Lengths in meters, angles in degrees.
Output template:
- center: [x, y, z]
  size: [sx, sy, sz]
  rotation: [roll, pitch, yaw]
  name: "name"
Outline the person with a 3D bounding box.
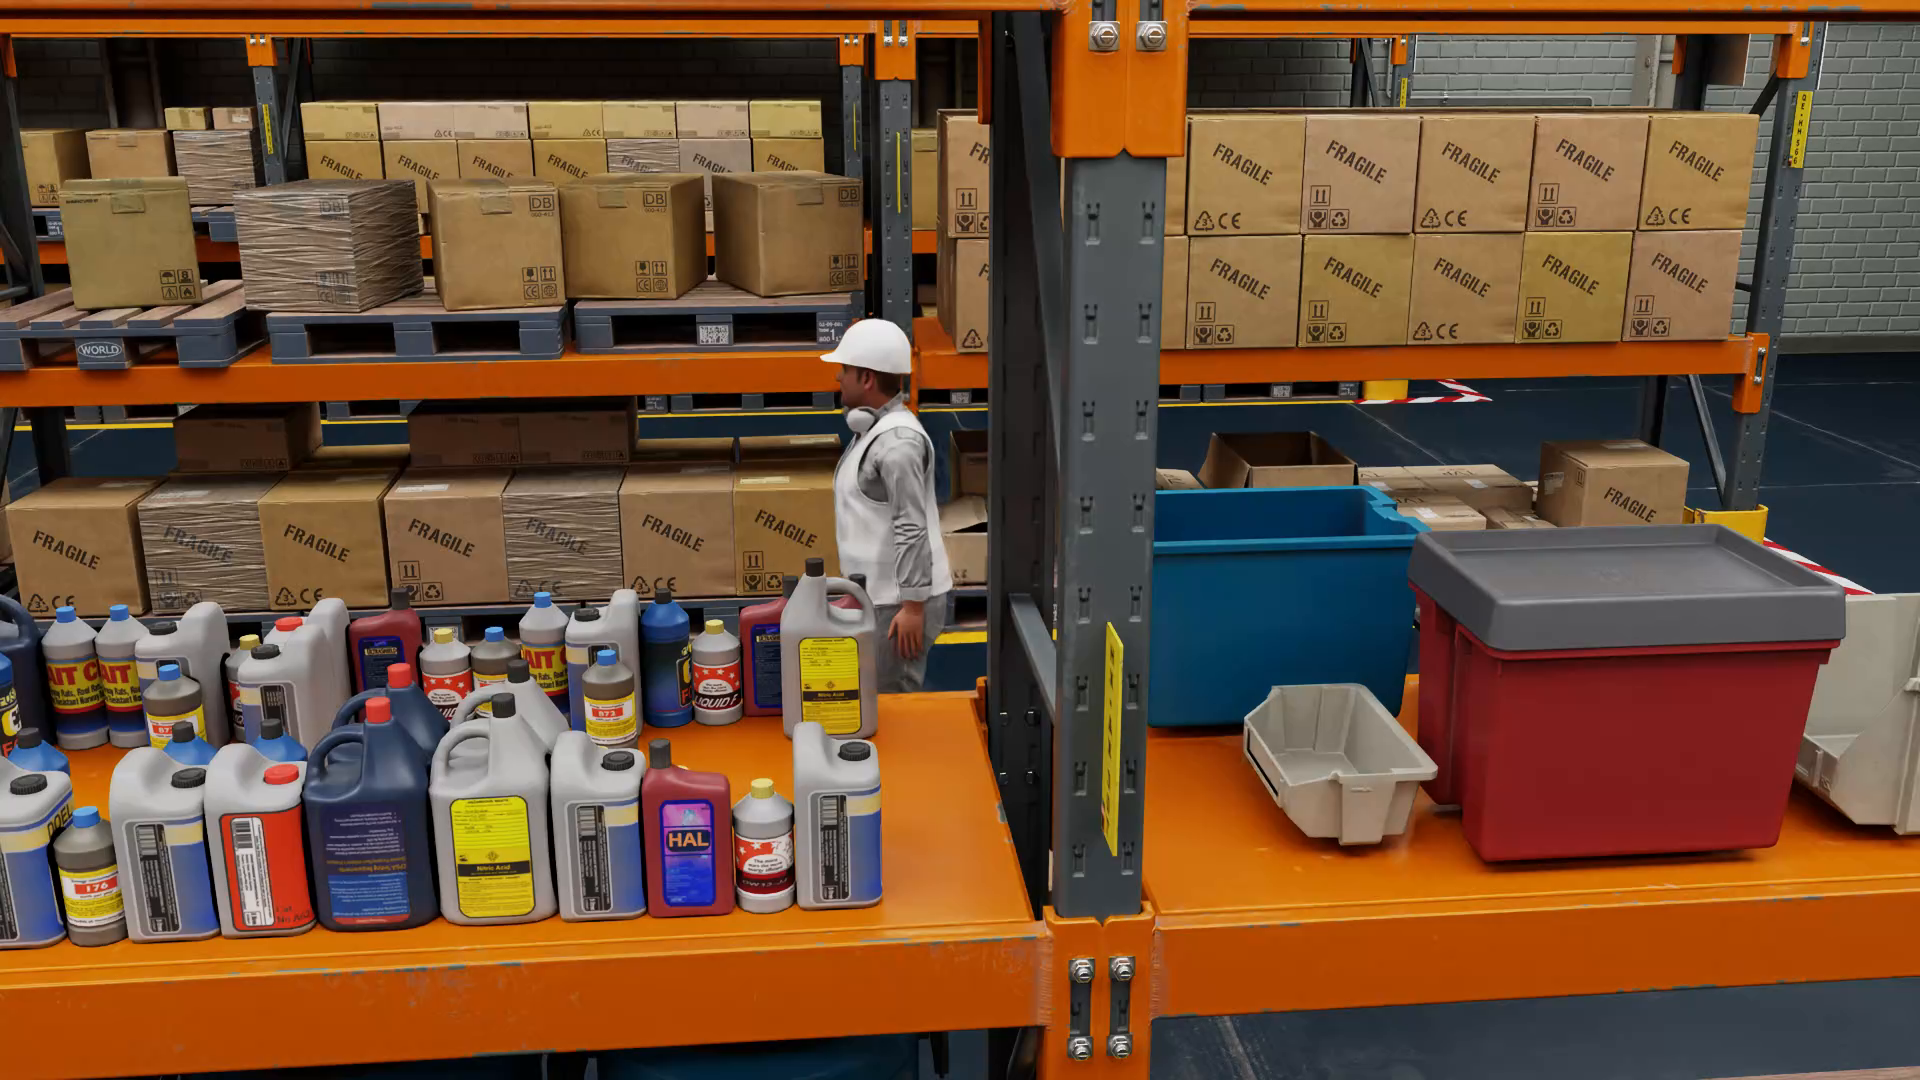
- center: [-0.141, 0.243, 5.469]
  size: [0.526, 1.490, 0.465]
  rotation: [-3, 17, -9]
  name: "person"
